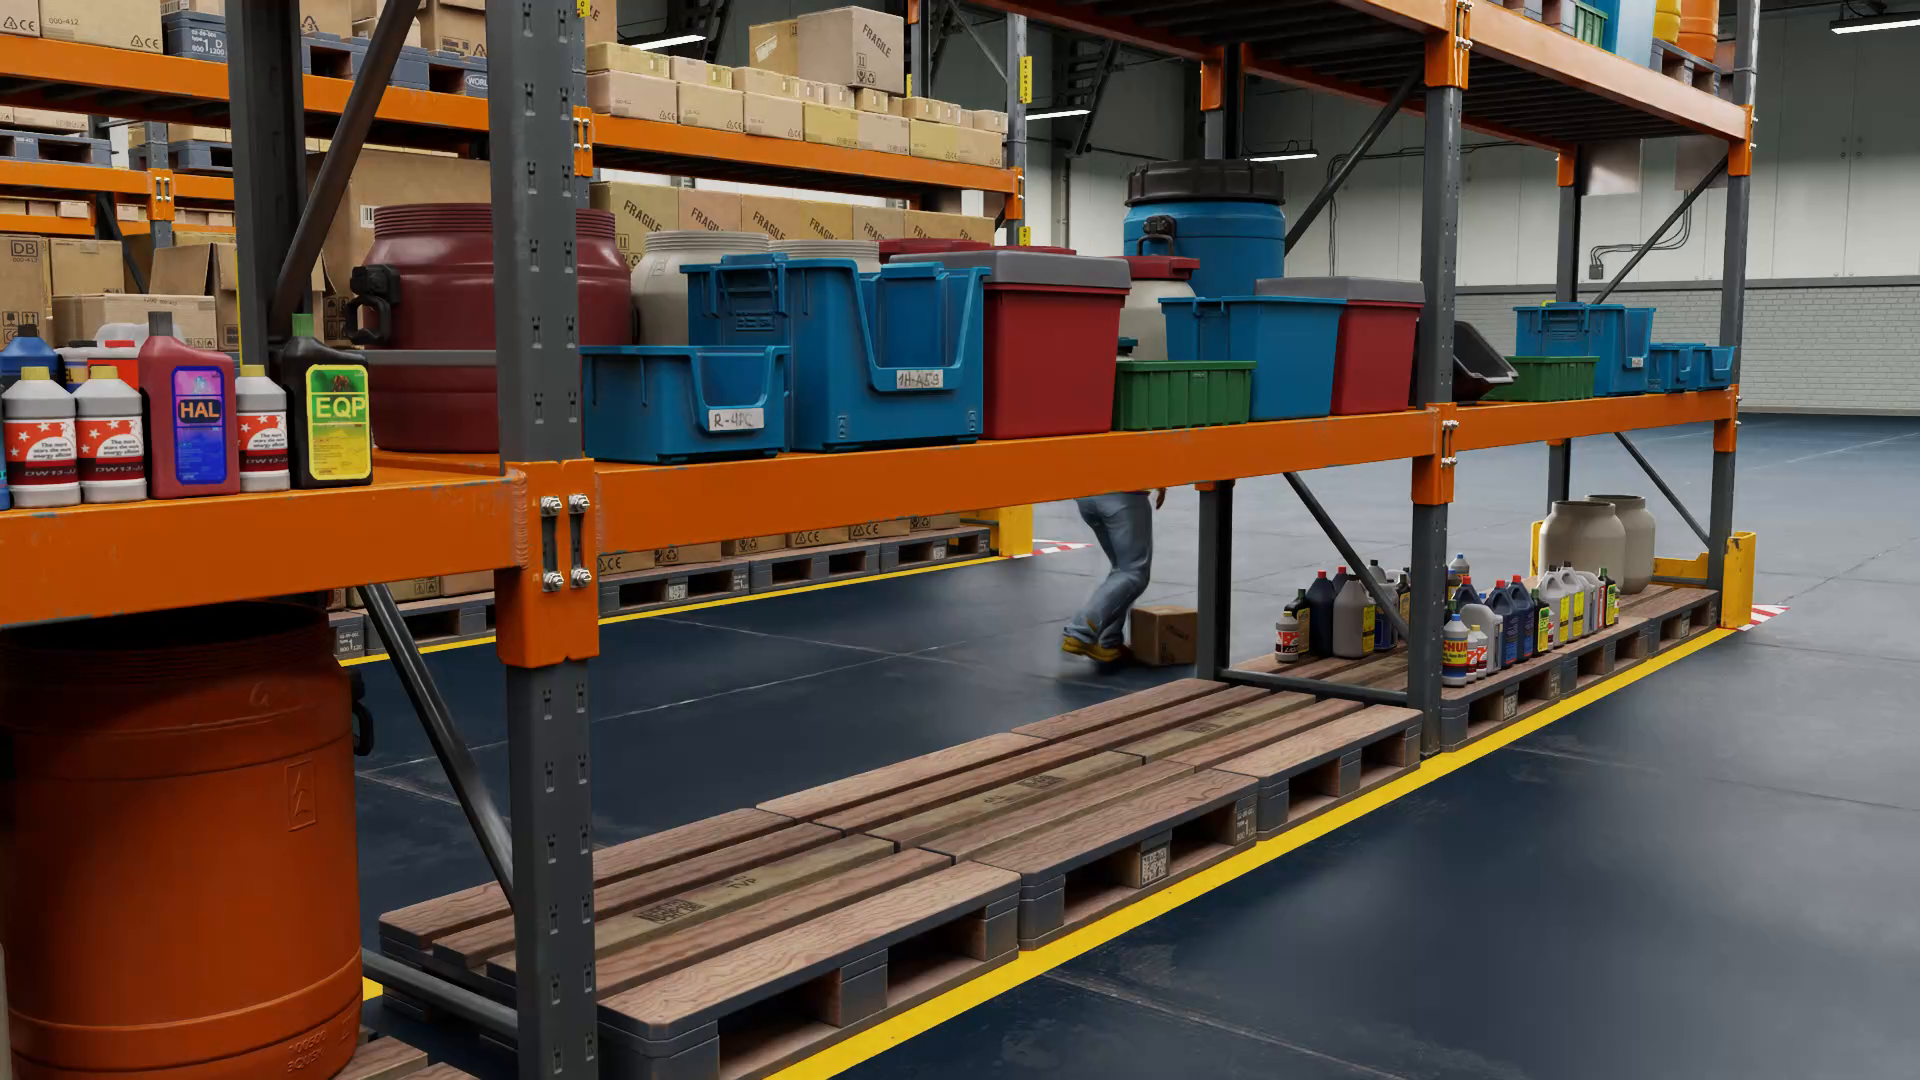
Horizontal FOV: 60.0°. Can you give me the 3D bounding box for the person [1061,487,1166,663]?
[{"bbox_3d":[0.741,-0.212,8.104,0.870,1.621,0.725,-6,9,-40],"label":"person"}]
